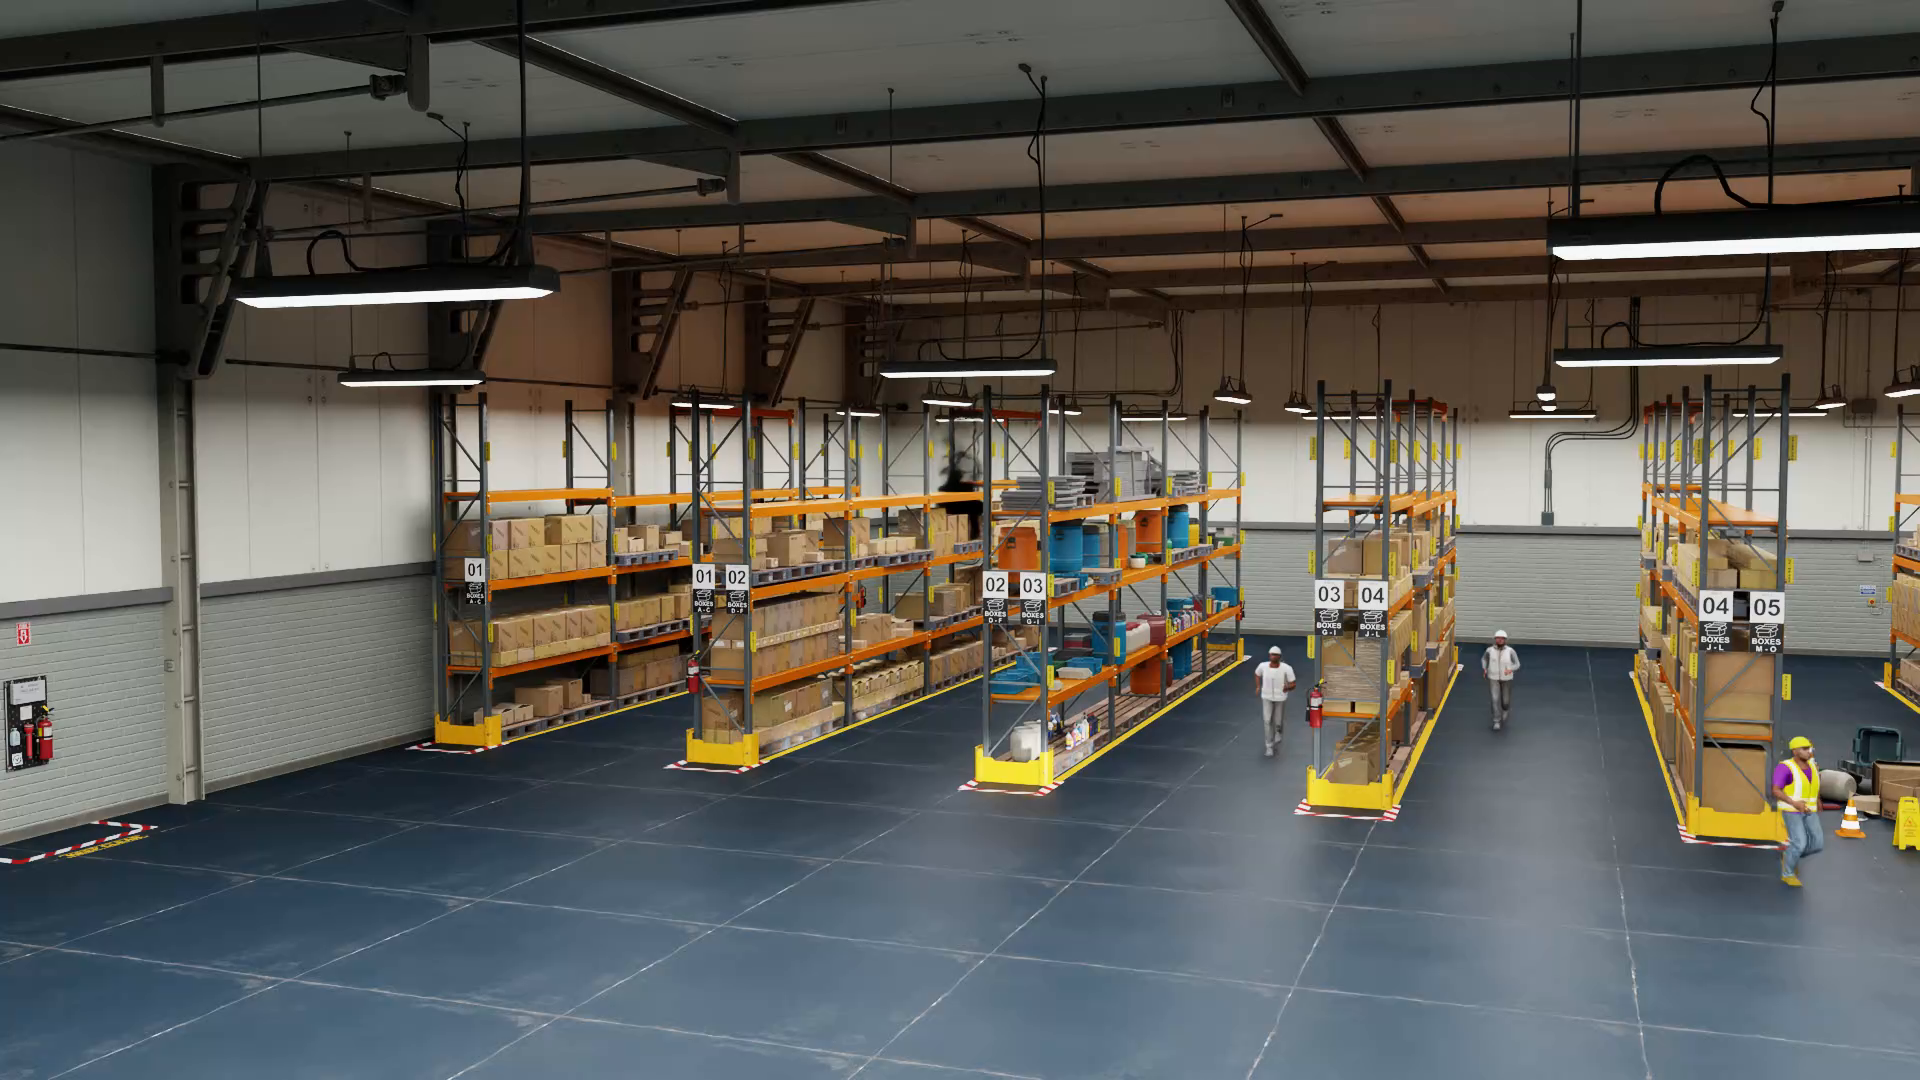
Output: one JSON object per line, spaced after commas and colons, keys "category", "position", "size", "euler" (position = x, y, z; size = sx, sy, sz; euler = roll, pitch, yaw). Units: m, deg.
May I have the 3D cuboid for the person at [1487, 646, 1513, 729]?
{"category": "person", "position": [9.793, 2.649, 30.147], "size": [0.447, 1.470, 0.908], "euler": [1, 3, 20]}

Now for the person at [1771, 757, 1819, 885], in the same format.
{"category": "person", "position": [9.658, 3.237, 19.233], "size": [0.698, 1.472, 0.453], "euler": [-1, 3, -18]}

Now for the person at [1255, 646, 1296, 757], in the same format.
{"category": "person", "position": [9.672, 3.065, 19.758], "size": [13.684, 1.773, 13.555], "euler": [1, 3, 16]}
